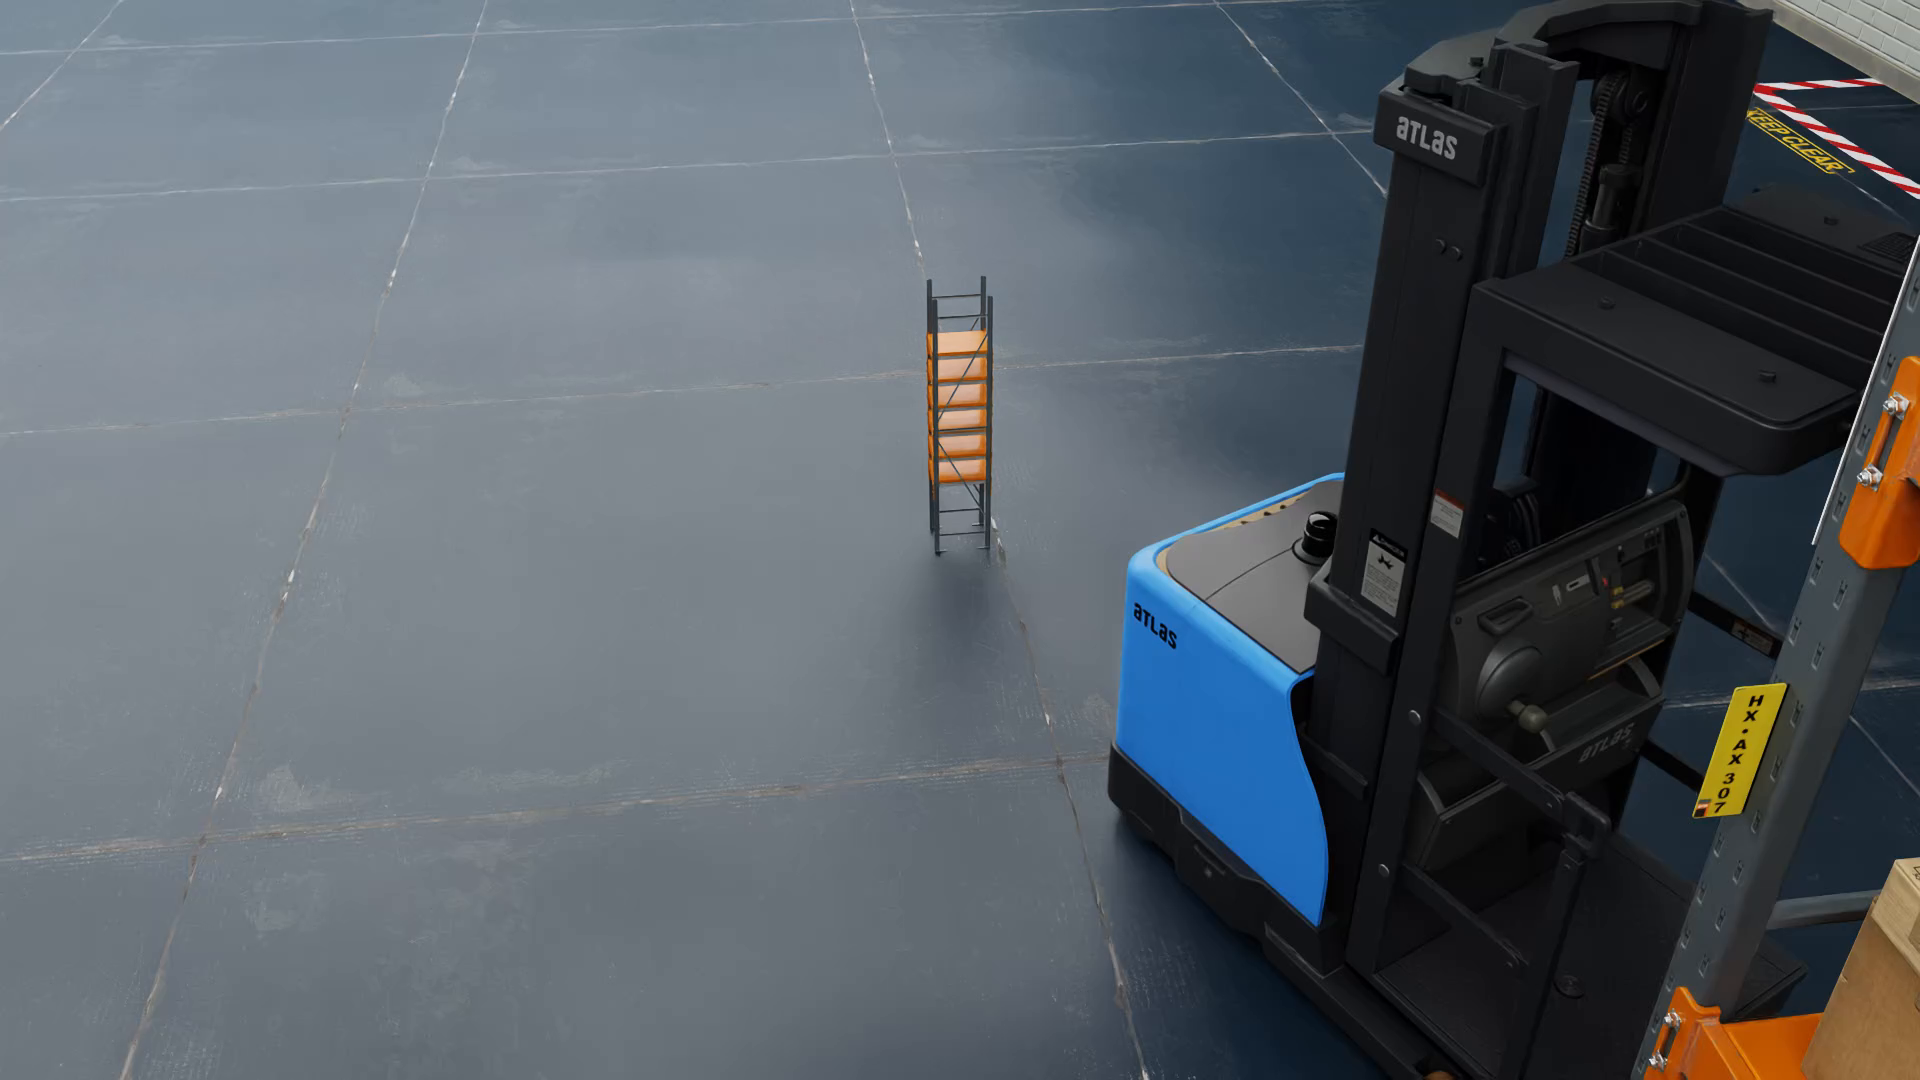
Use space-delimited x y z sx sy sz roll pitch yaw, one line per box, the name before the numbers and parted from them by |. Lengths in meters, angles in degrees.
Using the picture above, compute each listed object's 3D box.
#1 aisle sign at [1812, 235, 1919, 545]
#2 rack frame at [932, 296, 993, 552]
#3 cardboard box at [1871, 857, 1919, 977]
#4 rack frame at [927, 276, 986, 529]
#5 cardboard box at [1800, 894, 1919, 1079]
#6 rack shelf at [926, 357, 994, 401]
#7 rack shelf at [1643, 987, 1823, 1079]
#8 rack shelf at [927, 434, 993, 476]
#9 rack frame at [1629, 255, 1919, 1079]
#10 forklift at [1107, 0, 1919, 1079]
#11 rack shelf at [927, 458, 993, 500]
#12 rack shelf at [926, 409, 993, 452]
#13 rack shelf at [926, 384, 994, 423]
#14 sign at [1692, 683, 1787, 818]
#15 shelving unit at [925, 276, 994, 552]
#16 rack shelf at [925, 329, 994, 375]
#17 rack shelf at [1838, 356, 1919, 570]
aisle sign | 1.715 -0.333 2.766 0.394 0.787 0.004 -4 35 -6
rack frame | 0.010 -0.453 6.849 0.240 1.200 0.006 -4 35 -6
cardboard box | 1.867 0.681 2.922 0.380 0.149 0.250 -5 35 -7
rack frame | -0.014 -0.555 6.999 0.240 1.200 0.006 -4 35 -6
cardboard box | 2.078 0.975 3.067 0.700 0.500 0.500 -4 35 -6
rack shelf | -0.002 -0.665 6.814 0.258 0.103 0.180 -4 35 -6
rack shelf | 2.297 2.168 2.043 1.077 0.370 4.000 -4 35 -6
rack shelf | -0.002 -0.368 7.017 0.258 0.103 0.180 -4 35 -6
rack frame | 2.031 0.755 3.479 0.949 2.616 0.053 -4 35 -6
forklift | 1.747 0.263 4.261 1.130 2.935 3.031 -20 39 -27
rack shelf | -0.002 -0.269 7.084 0.258 0.103 0.180 -4 35 -6
rack shelf | -0.002 -0.467 6.949 0.258 0.103 0.180 -4 35 -6
rack shelf | -0.002 -0.566 6.881 0.258 0.103 0.180 -4 35 -6
sign | 1.477 0.403 3.156 0.100 0.325 0.005 -4 35 -6
shelving unit | -0.002 -0.504 6.924 0.258 1.200 0.189 -4 35 -6
rack shelf | -0.002 -0.765 6.746 0.258 0.103 0.180 -4 35 -6
rack shelf | 2.297 0.929 1.199 1.077 0.370 4.000 -4 35 -6
